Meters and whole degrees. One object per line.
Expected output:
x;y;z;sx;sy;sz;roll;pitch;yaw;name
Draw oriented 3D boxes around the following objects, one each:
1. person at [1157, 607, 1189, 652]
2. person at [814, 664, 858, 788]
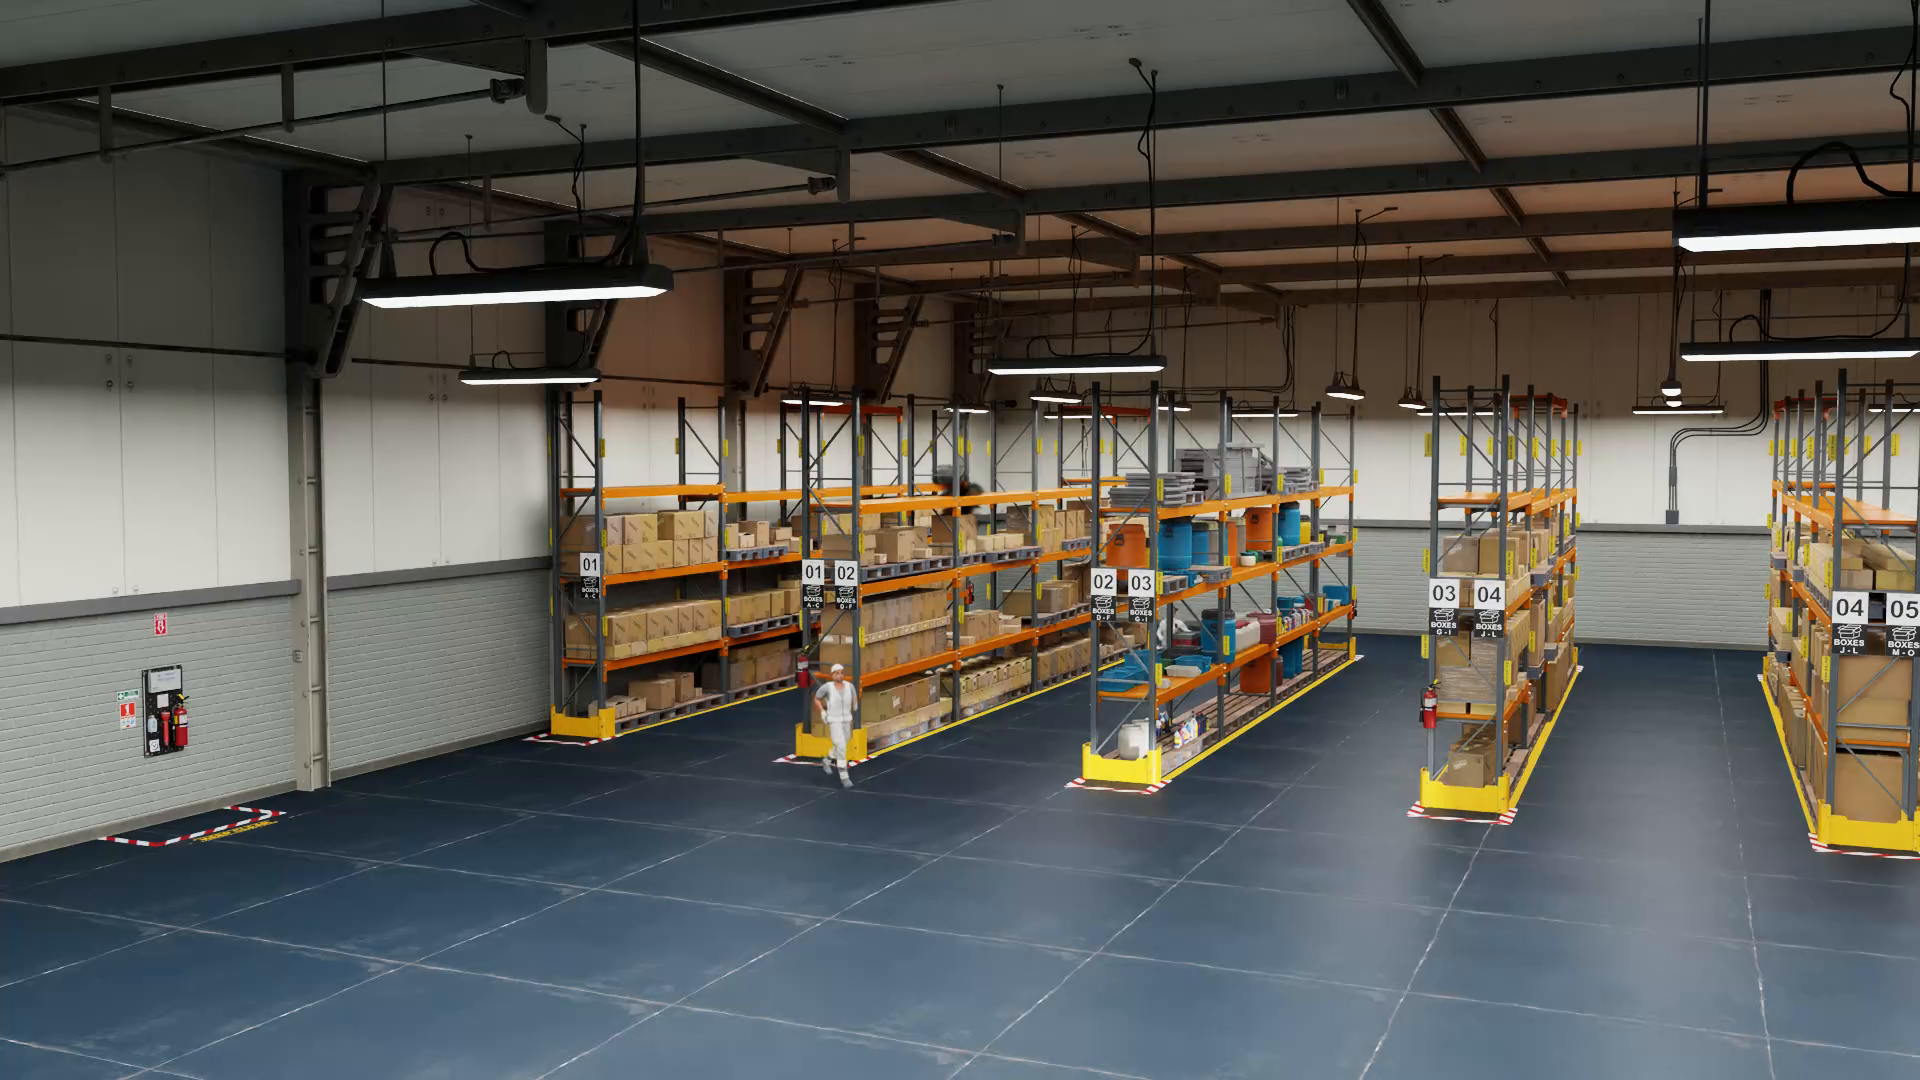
4.234;2.134;33.267;0.633;1.659;0.827;1;3;24;person
-1.808;2.734;24.834;0.638;1.796;0.924;-2;4;-33;person
